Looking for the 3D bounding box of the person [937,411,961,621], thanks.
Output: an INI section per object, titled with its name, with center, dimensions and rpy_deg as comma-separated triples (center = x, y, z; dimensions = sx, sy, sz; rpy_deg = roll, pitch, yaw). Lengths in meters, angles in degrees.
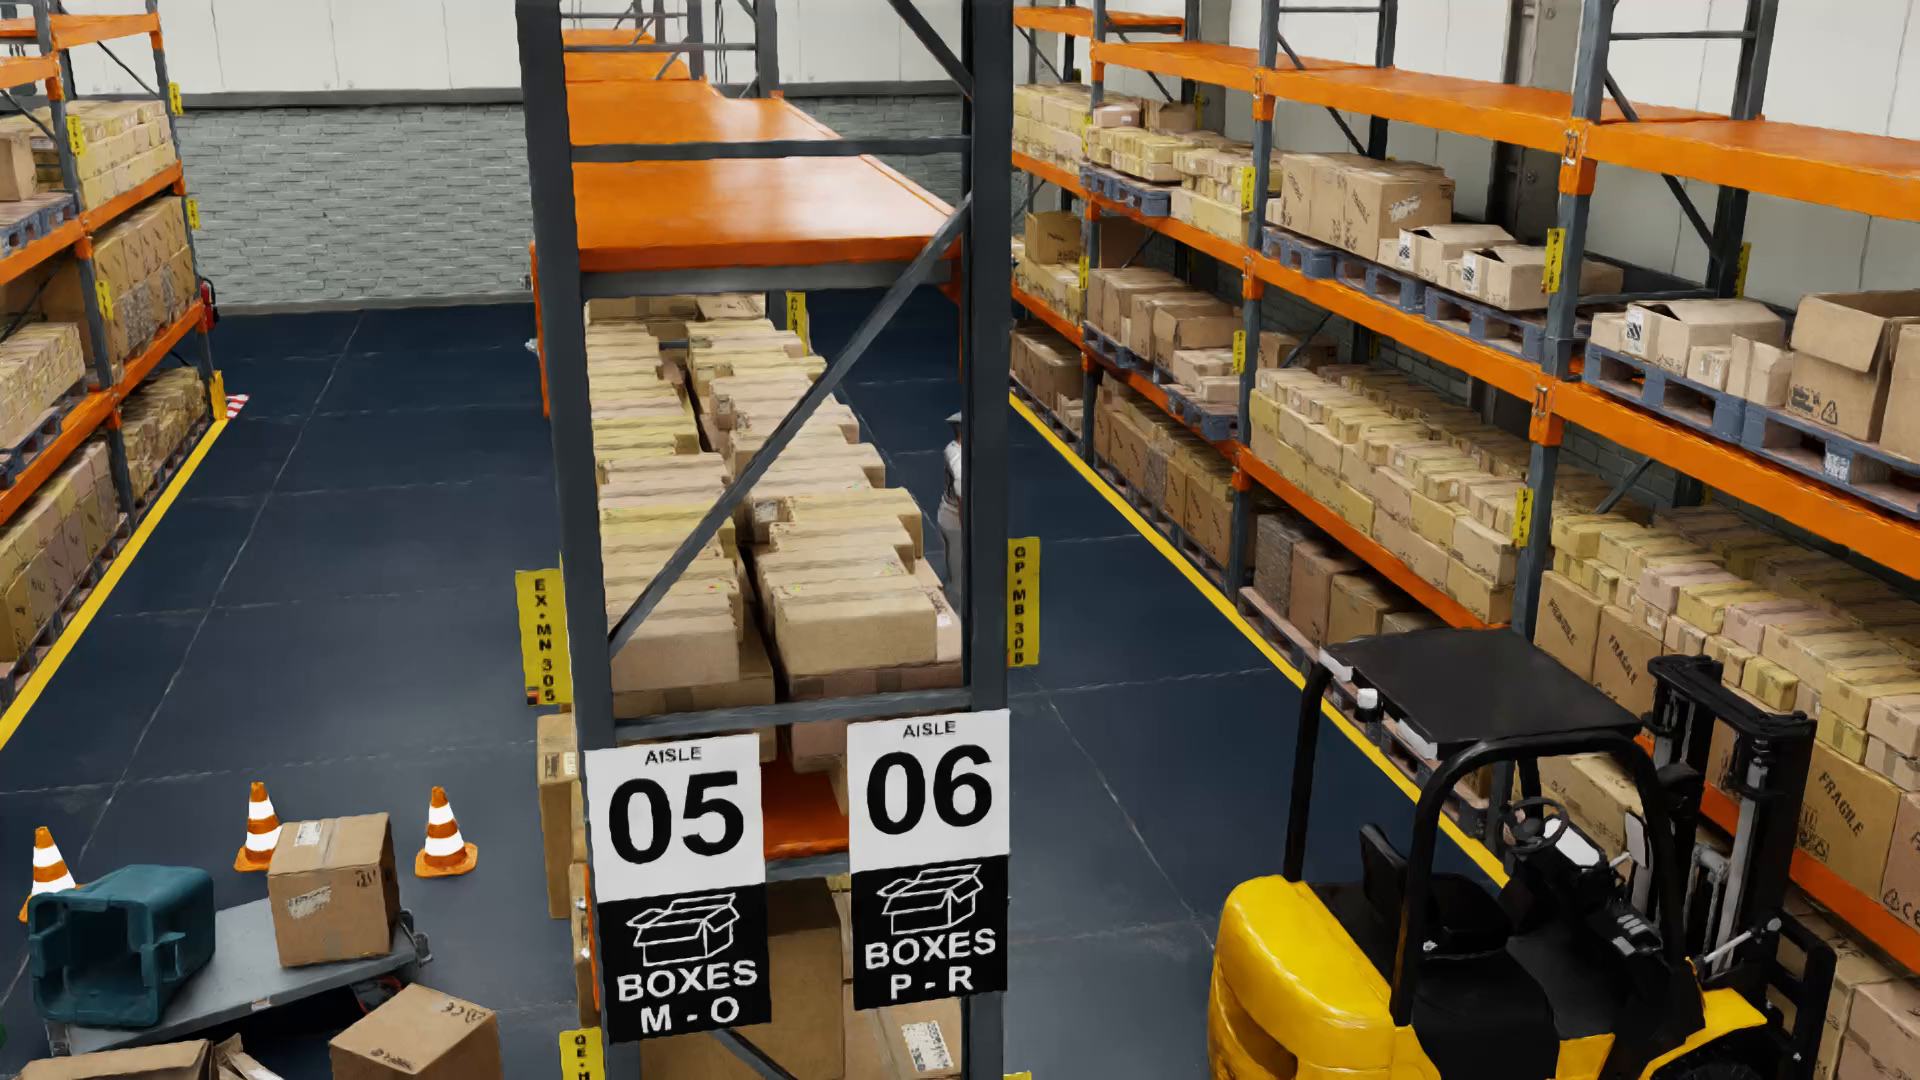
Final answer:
[person]
center = 0.054, -0.110, 12.288
dimensions = 0.441, 1.764, 0.612
rpy_deg = -1, 20, -3
